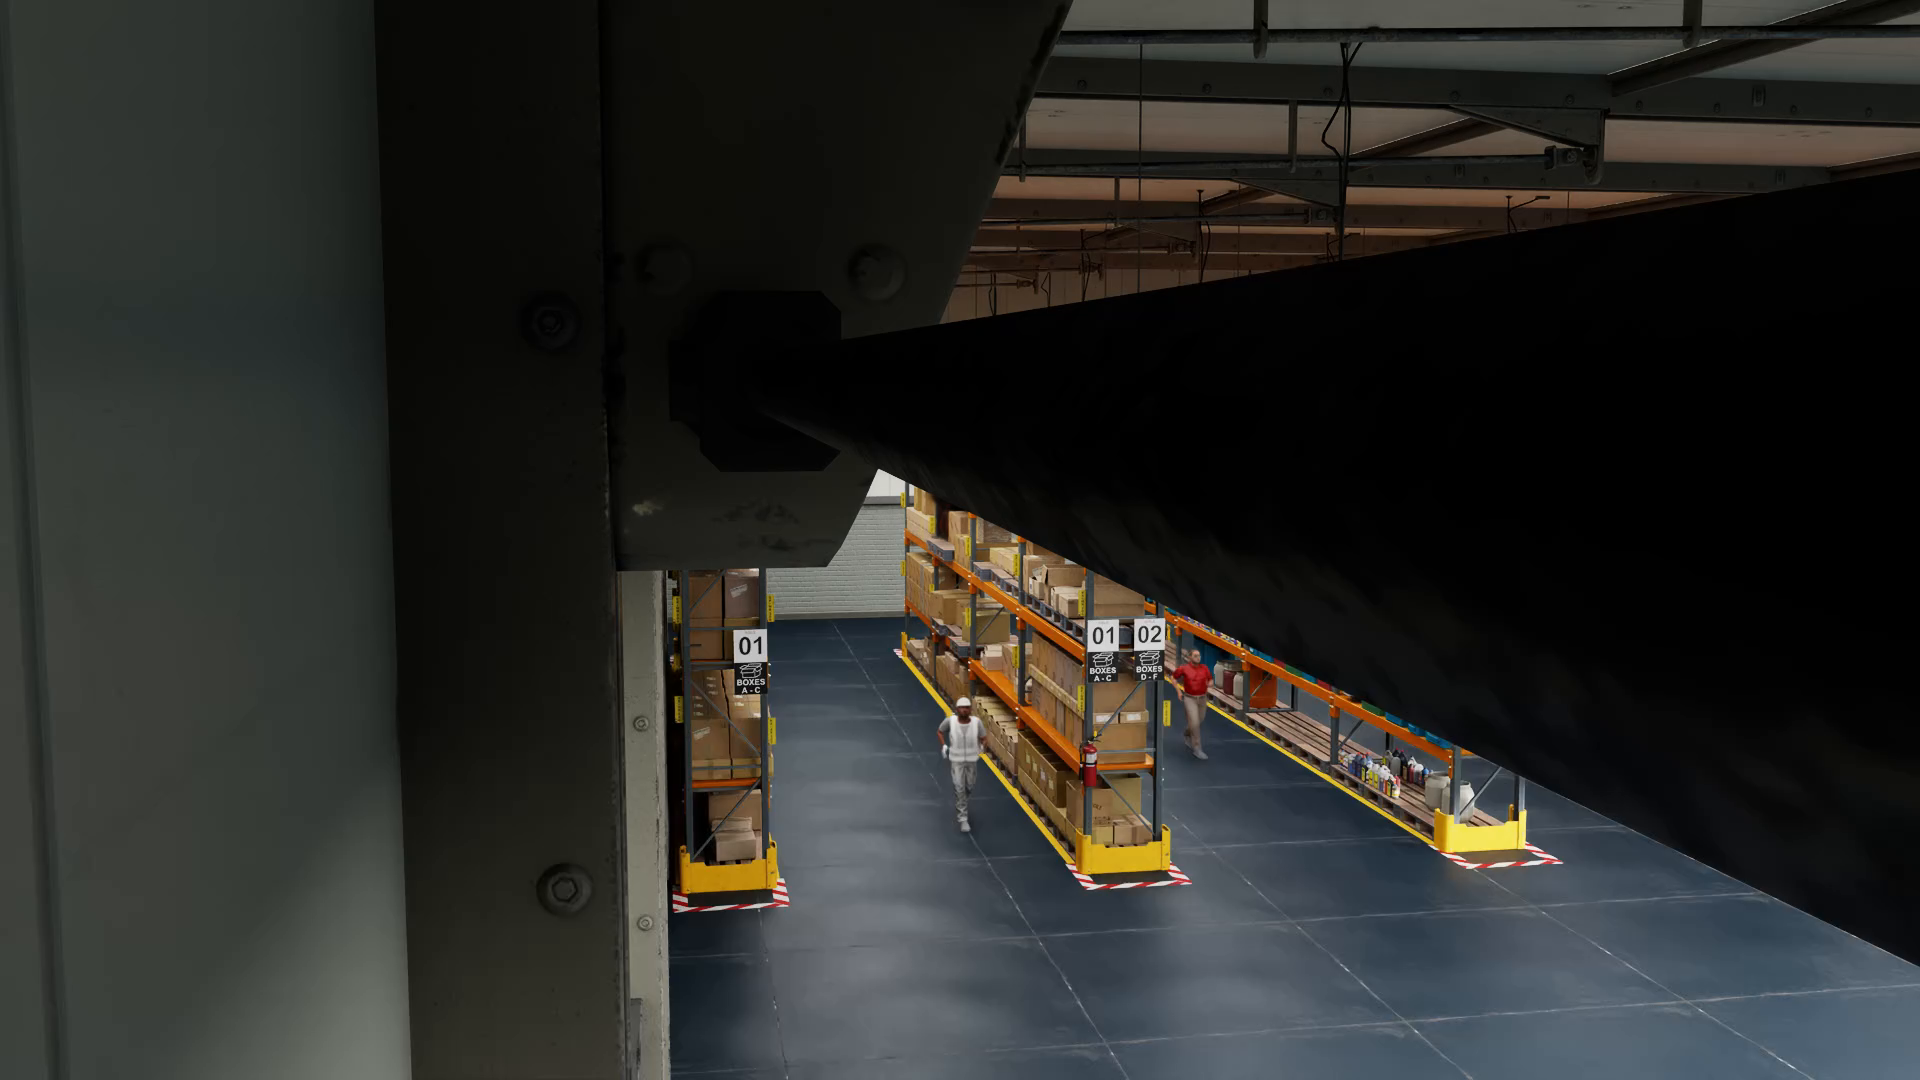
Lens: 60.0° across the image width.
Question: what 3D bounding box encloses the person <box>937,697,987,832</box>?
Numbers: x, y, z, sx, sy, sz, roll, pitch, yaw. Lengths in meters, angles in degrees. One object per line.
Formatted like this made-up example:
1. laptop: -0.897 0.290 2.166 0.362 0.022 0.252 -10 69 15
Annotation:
1. person: 0.045 3.059 23.050 0.683 1.787 0.962 -1 6 -9

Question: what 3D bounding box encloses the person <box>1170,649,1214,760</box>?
1. person: 3.835 2.638 27.163 0.662 1.714 0.989 -2 6 -22
